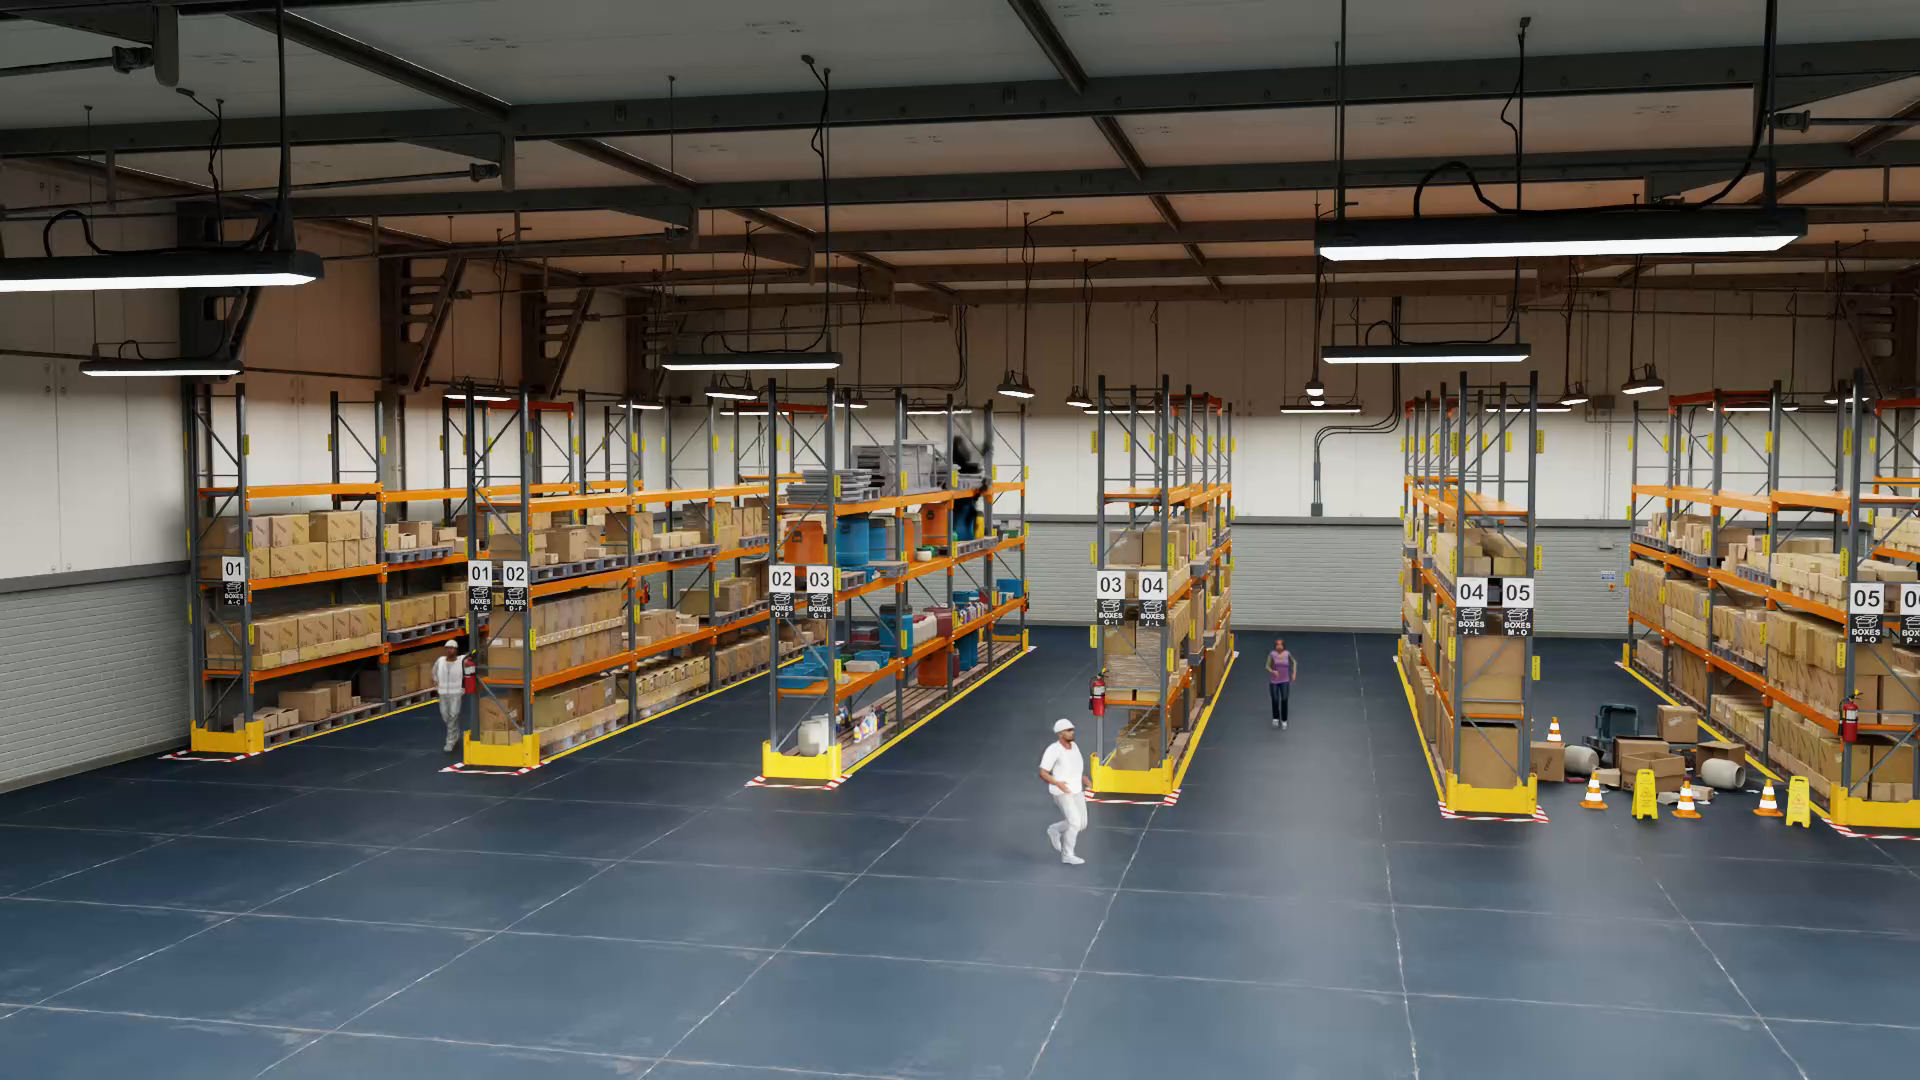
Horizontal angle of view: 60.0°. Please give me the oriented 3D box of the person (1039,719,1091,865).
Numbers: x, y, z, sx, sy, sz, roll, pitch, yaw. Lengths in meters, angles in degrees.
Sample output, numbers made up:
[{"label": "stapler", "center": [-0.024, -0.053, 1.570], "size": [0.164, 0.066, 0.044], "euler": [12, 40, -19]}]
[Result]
[{"label": "person", "center": [1.245, 3.002, 19.924], "size": [0.617, 1.719, 0.700], "euler": [3, 4, 41]}]

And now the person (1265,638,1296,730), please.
[{"label": "person", "center": [5.641, 2.543, 29.271], "size": [0.562, 1.637, 0.682], "euler": [0, 3, 7]}]

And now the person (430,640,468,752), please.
[{"label": "person", "center": [-8.348, 2.519, 27.247], "size": [0.668, 1.763, 0.971], "euler": [0, 3, 1]}]
